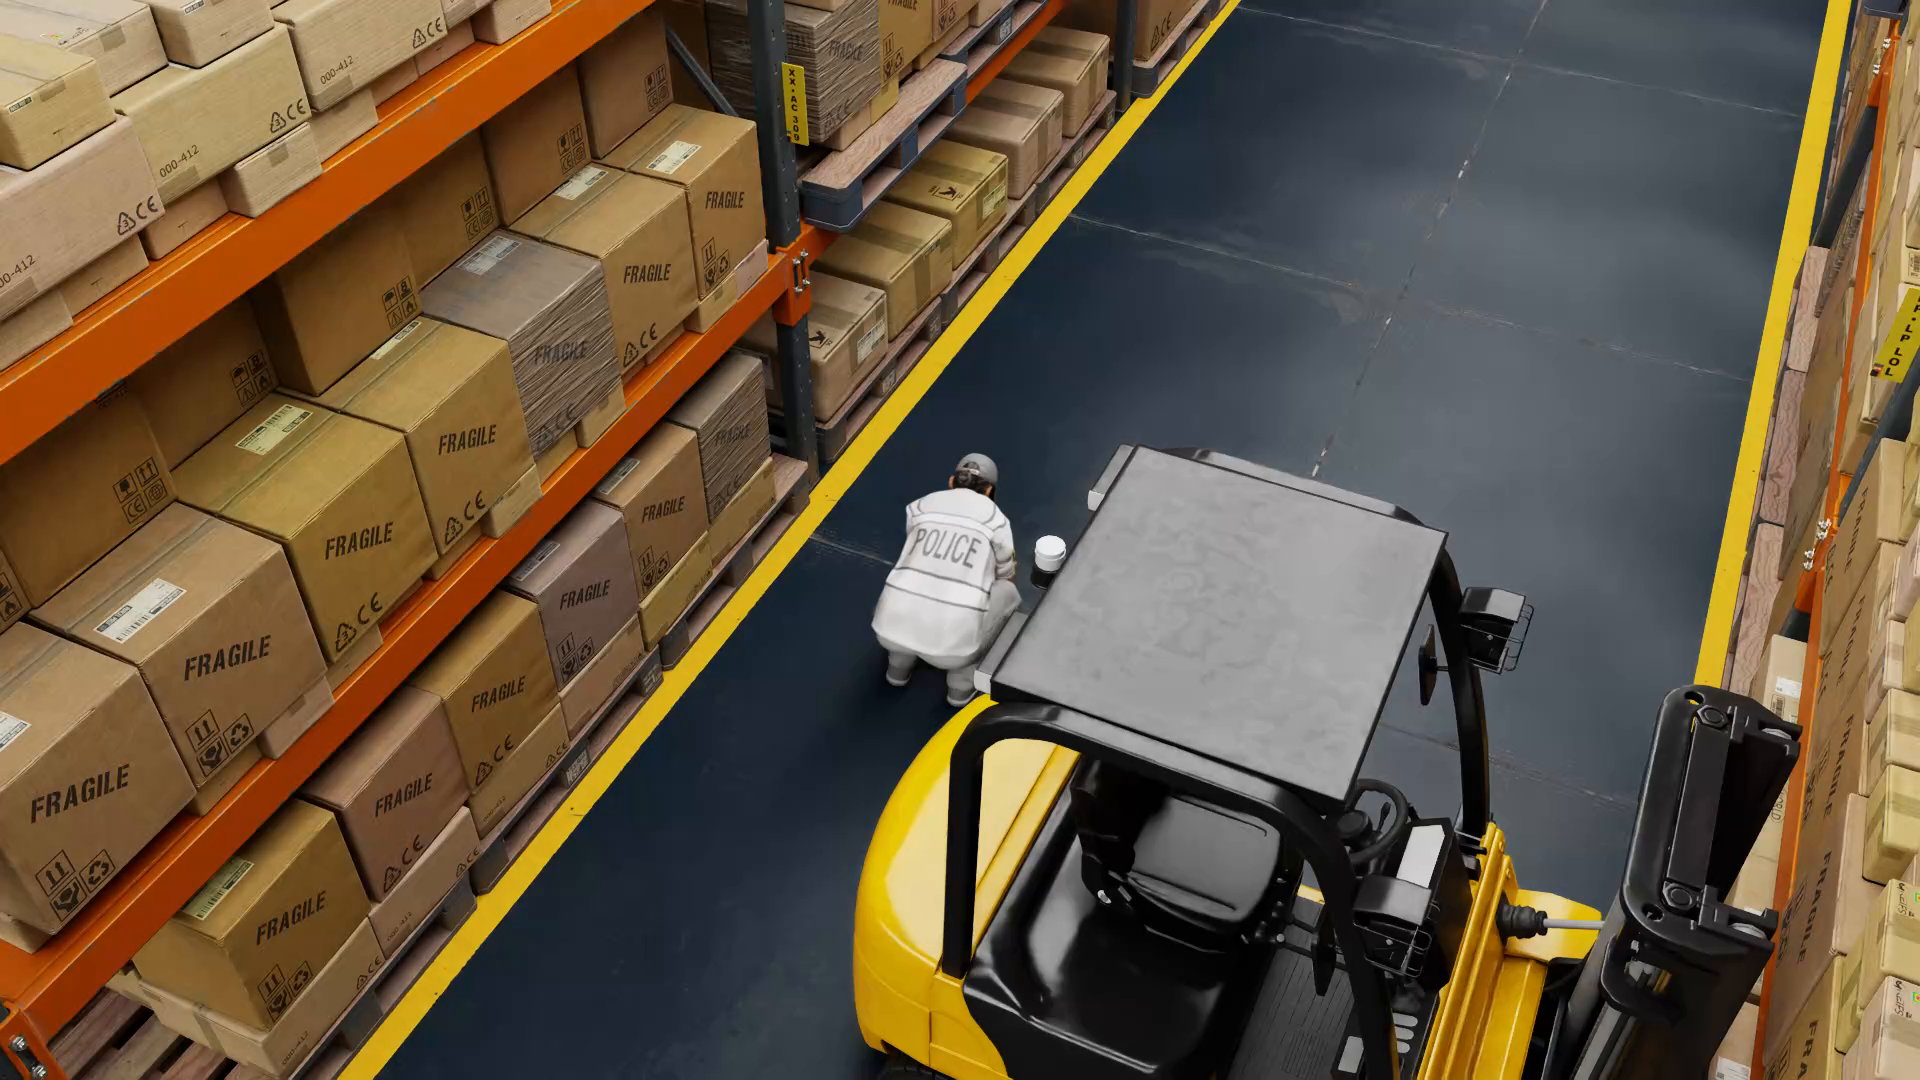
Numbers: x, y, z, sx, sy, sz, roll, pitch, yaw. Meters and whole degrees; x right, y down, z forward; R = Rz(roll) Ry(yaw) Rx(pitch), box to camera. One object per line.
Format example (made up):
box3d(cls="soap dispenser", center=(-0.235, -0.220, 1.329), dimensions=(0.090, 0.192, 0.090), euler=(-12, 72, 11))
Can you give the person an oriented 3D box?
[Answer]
box3d(cls="person", center=(-0.032, 0.199, 6.666), dimensions=(0.523, 0.822, 0.898), euler=(16, 45, 17))
